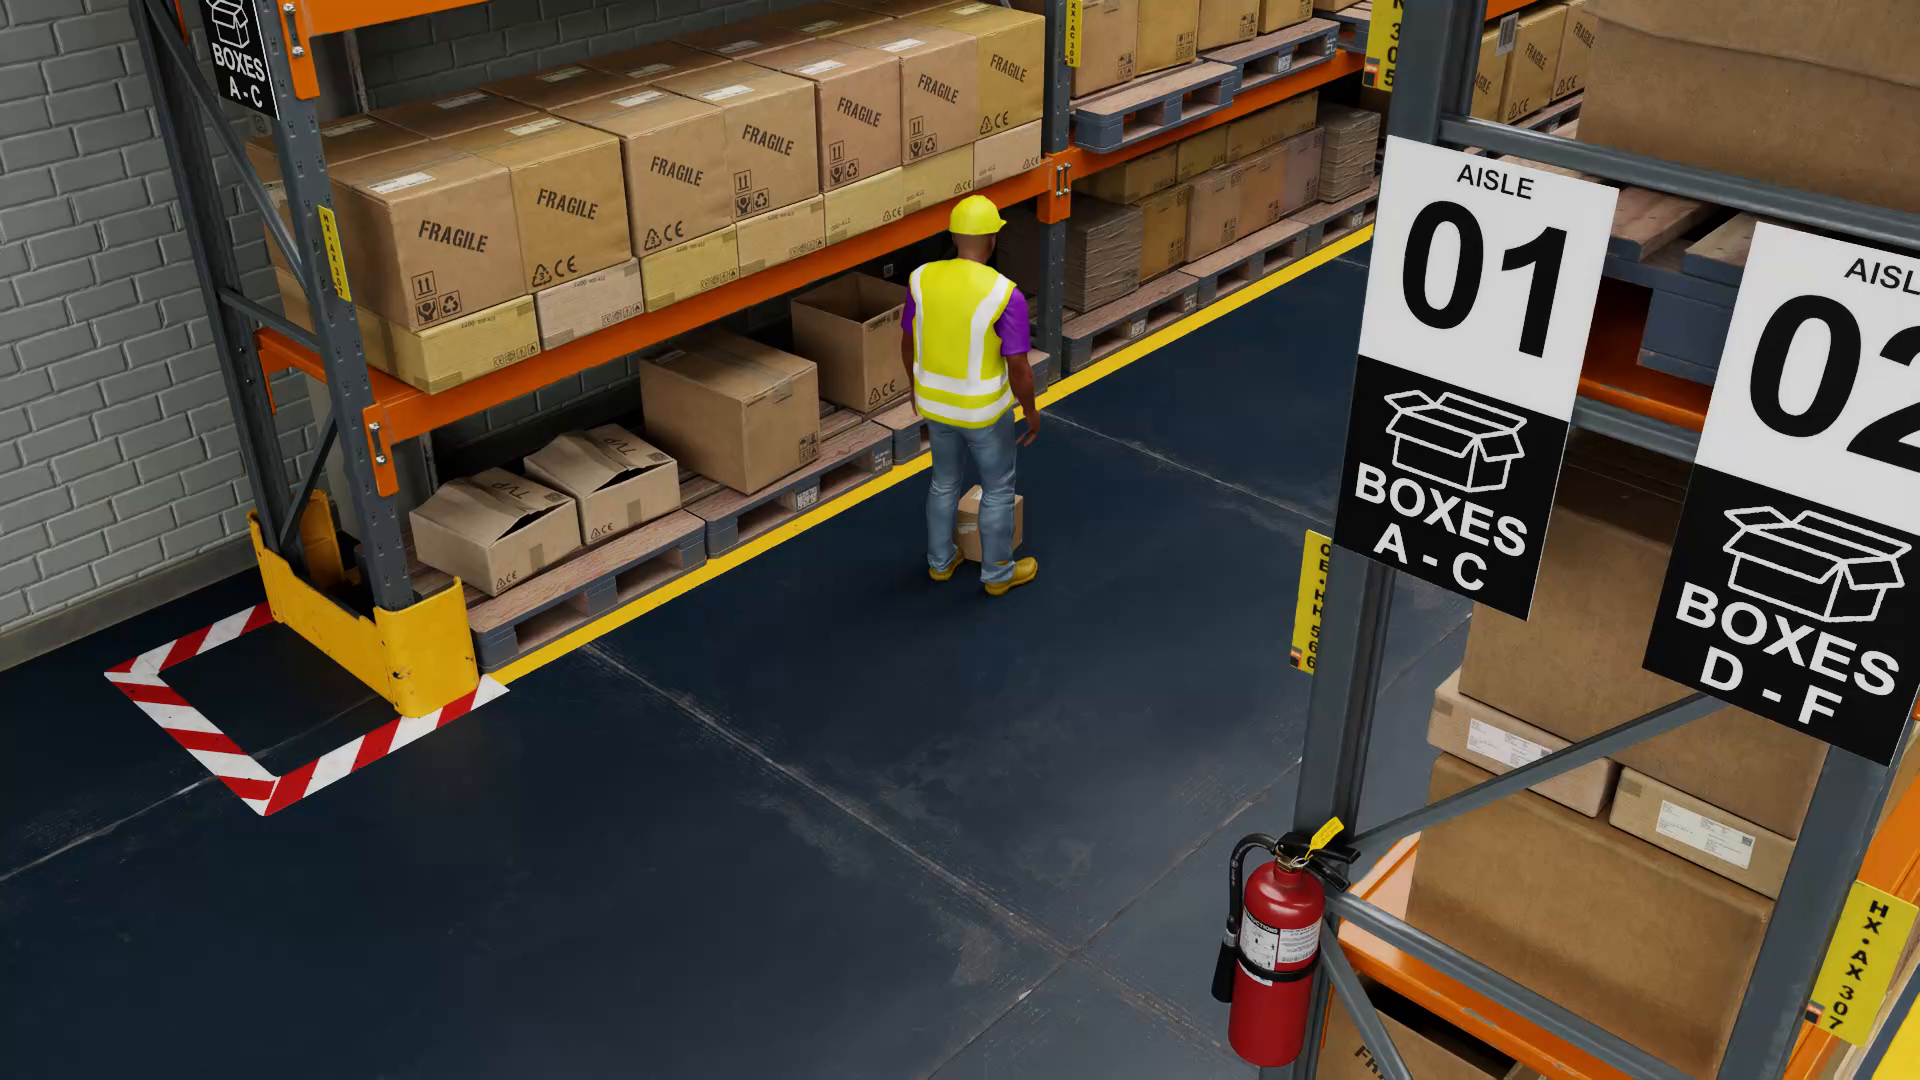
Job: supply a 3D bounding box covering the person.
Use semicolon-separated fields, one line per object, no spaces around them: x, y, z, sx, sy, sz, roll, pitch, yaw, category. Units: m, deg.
0.048;-0.599;7.110;0.628;1.758;0.456;16;35;25;person
